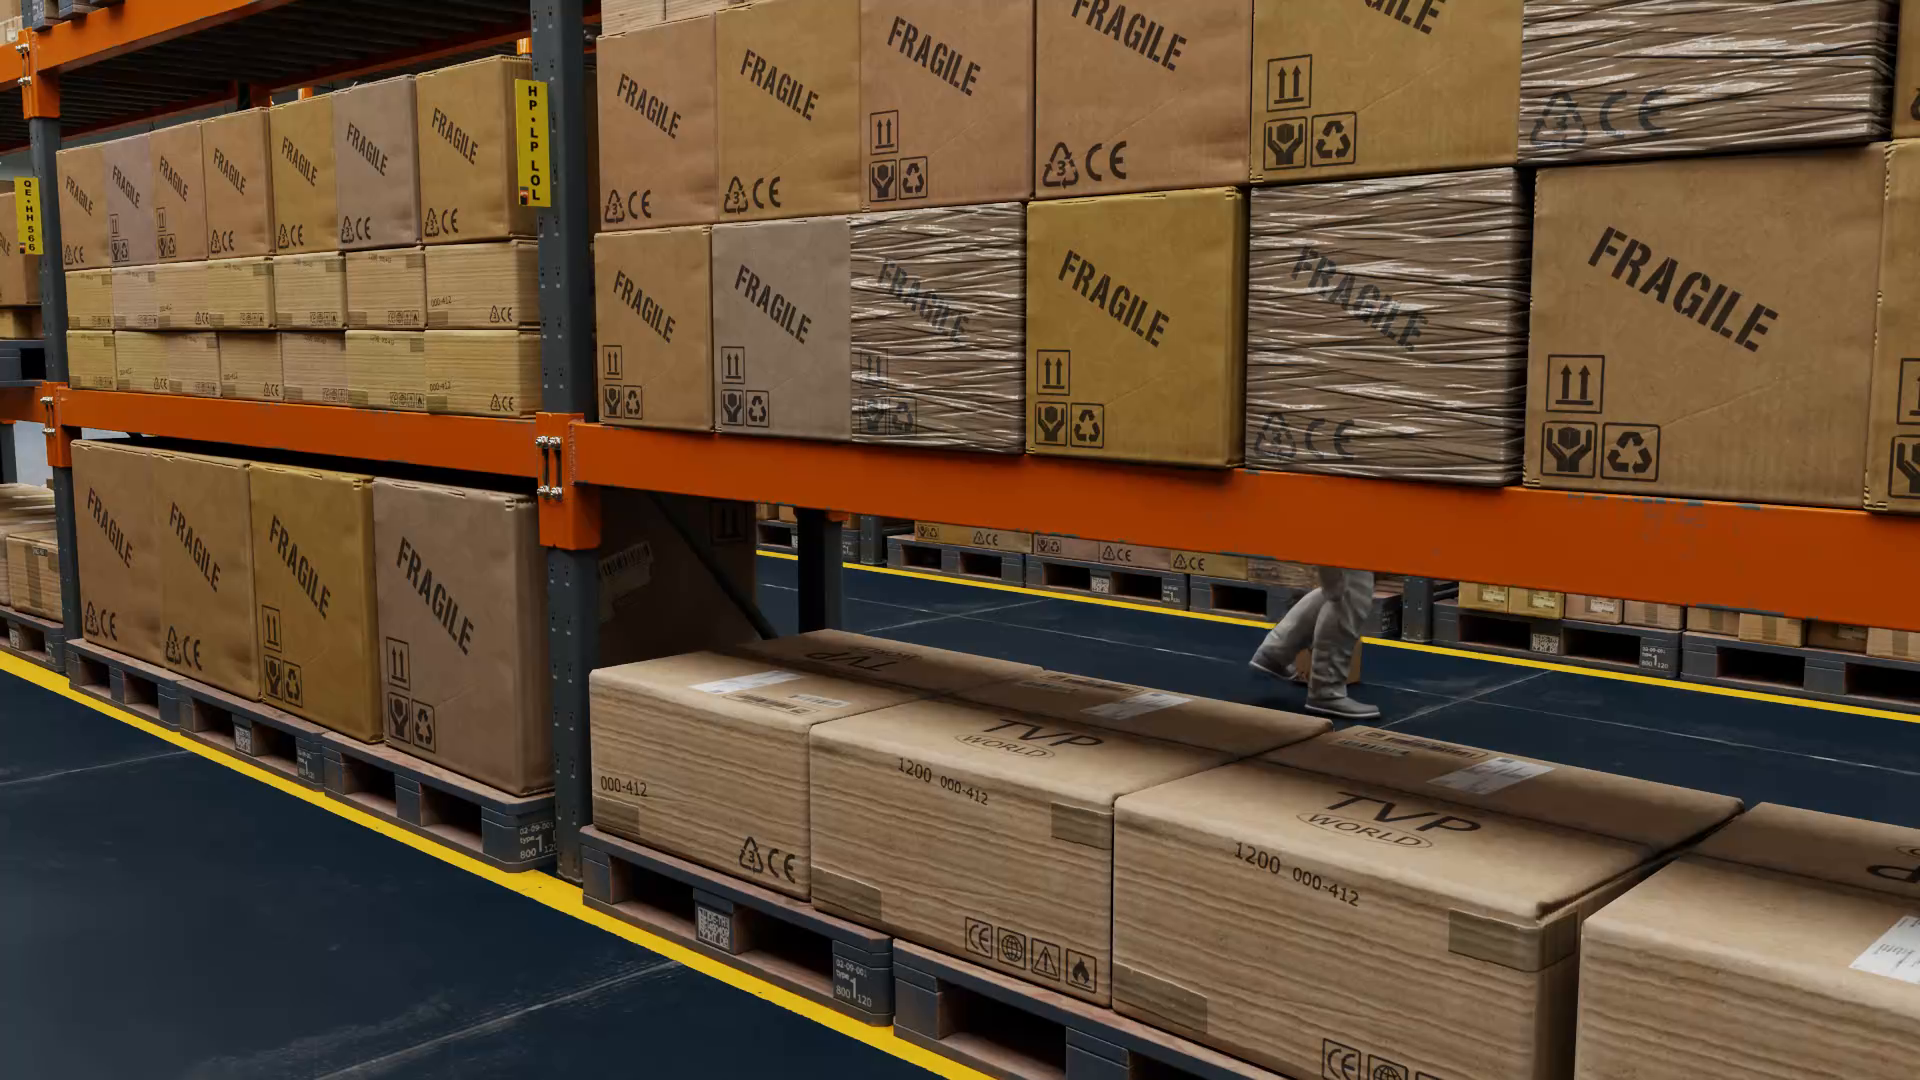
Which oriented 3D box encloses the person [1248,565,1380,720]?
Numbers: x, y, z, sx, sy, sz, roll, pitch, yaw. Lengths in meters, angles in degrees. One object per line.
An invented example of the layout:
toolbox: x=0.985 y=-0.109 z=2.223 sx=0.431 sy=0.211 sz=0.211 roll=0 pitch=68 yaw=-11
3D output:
person: x=1.477 y=-0.116 z=6.704 sx=0.581 sy=1.656 sz=0.560 roll=1 pitch=7 yaw=11
